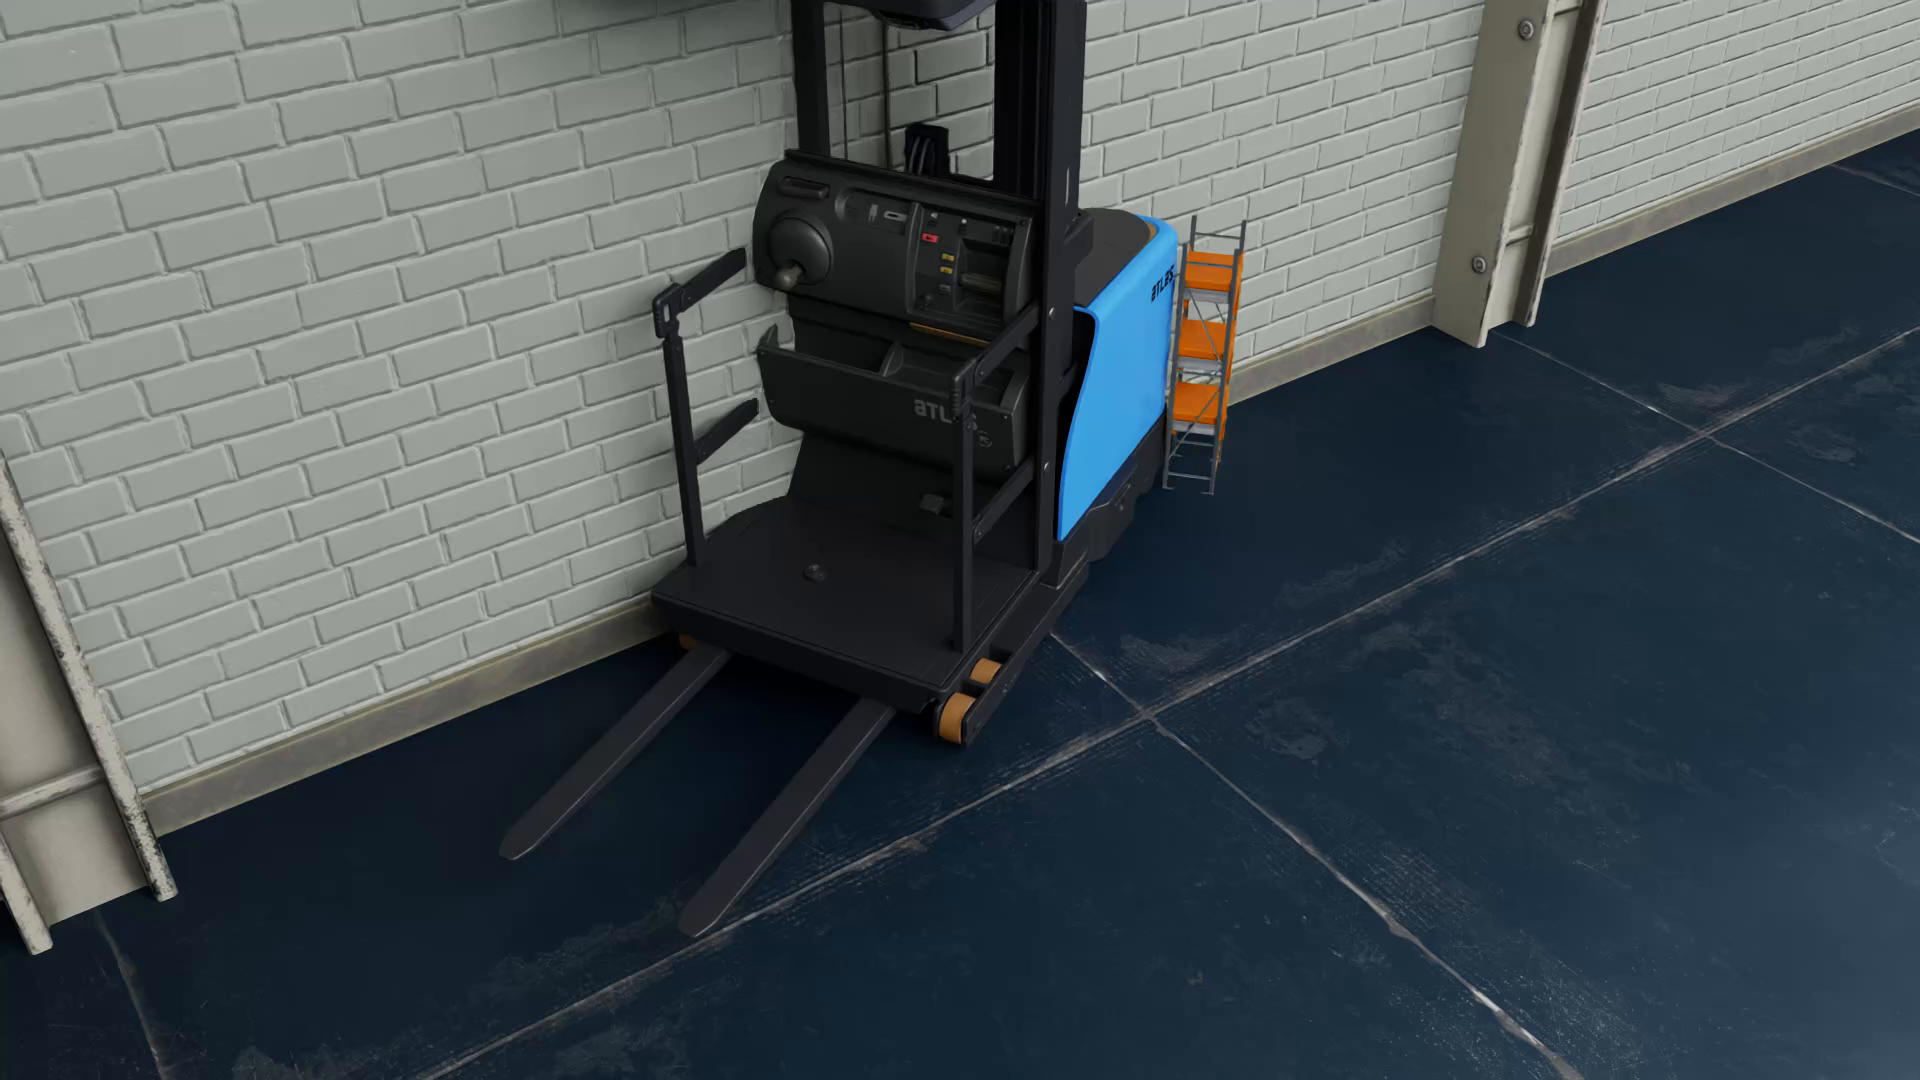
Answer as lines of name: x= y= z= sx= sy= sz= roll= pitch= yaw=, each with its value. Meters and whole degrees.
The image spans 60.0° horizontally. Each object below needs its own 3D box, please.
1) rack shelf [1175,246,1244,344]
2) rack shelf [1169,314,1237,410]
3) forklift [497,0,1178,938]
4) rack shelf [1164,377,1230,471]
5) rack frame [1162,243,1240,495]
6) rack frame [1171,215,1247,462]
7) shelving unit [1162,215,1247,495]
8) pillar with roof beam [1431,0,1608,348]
rack shelf: x=0.921 y=-0.907 z=6.144 sx=0.215 sy=0.259 sz=0.240 roll=8 pitch=37 yaw=11
rack shelf: x=0.921 y=-0.677 z=6.310 sx=0.215 sy=0.259 sz=0.240 roll=8 pitch=37 yaw=11
forklift: x=-0.313 y=-0.831 z=4.895 sx=1.130 sy=2.935 sz=3.031 roll=17 pitch=39 yaw=22
rack shelf: x=0.921 y=-0.451 z=6.472 sx=0.215 sy=0.259 sz=0.240 roll=8 pitch=37 yaw=11
rack frame: x=0.892 y=-0.616 z=6.208 sx=0.200 sy=1.050 sz=0.008 roll=8 pitch=37 yaw=11
rack frame: x=0.951 y=-0.755 z=6.400 sx=0.200 sy=1.050 sz=0.008 roll=8 pitch=37 yaw=11
shelving unit: x=0.921 y=-0.685 z=6.304 sx=0.215 sy=1.050 sz=0.252 roll=8 pitch=37 yaw=11
pillar with roof beam: x=4.868 y=-2.596 z=2.153 sx=0.400 sy=9.000 sz=9.100 roll=-22 pitch=41 yaw=-28
